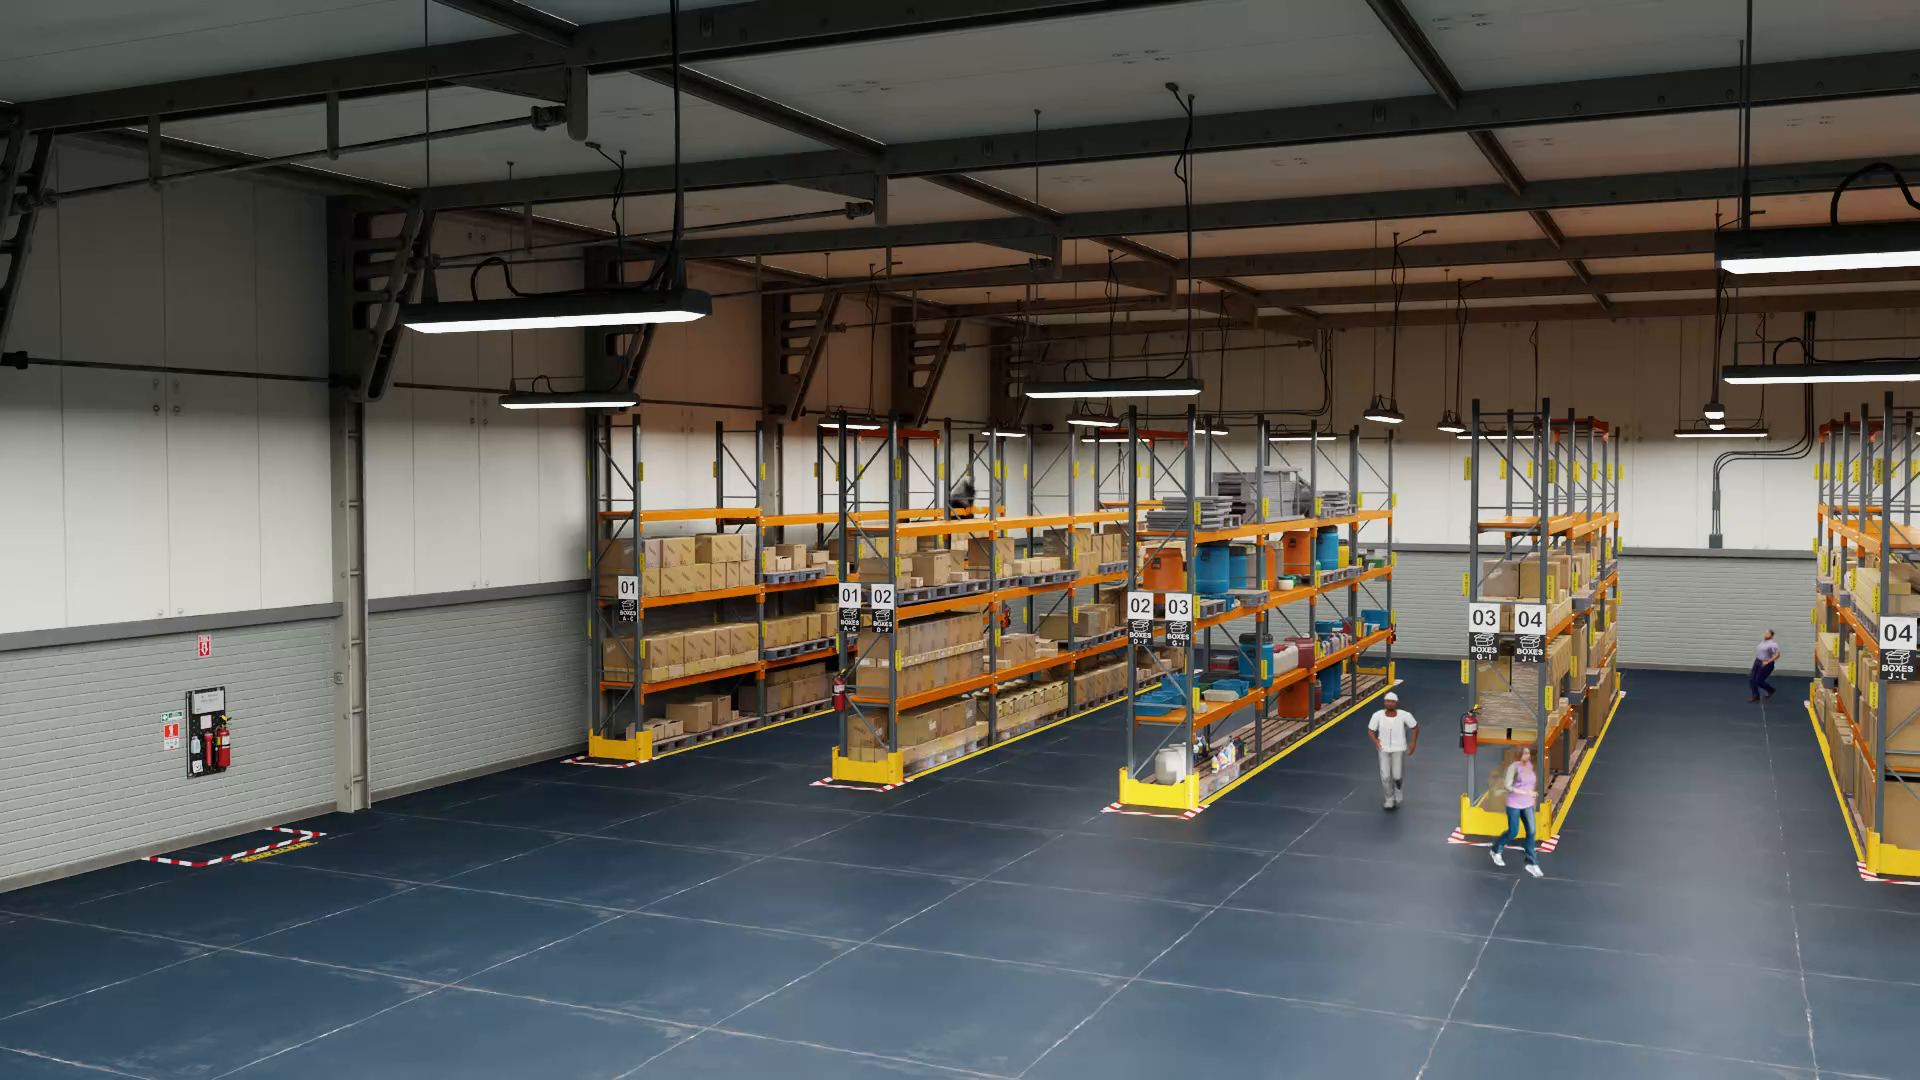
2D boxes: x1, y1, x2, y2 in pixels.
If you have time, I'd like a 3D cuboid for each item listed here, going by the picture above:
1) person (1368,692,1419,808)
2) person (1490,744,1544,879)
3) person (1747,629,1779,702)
[{"bbox_3d":[6.413,3.120,24.675,0.728,1.723,0.599,1,2,19],"label":"person"},{"bbox_3d":[6.966,3.343,20.751,0.558,1.628,0.770,-1,3,-28],"label":"person"},{"bbox_3d":[17.464,2.739,36.096,0.598,1.600,0.660,0,2,-12],"label":"person"}]
